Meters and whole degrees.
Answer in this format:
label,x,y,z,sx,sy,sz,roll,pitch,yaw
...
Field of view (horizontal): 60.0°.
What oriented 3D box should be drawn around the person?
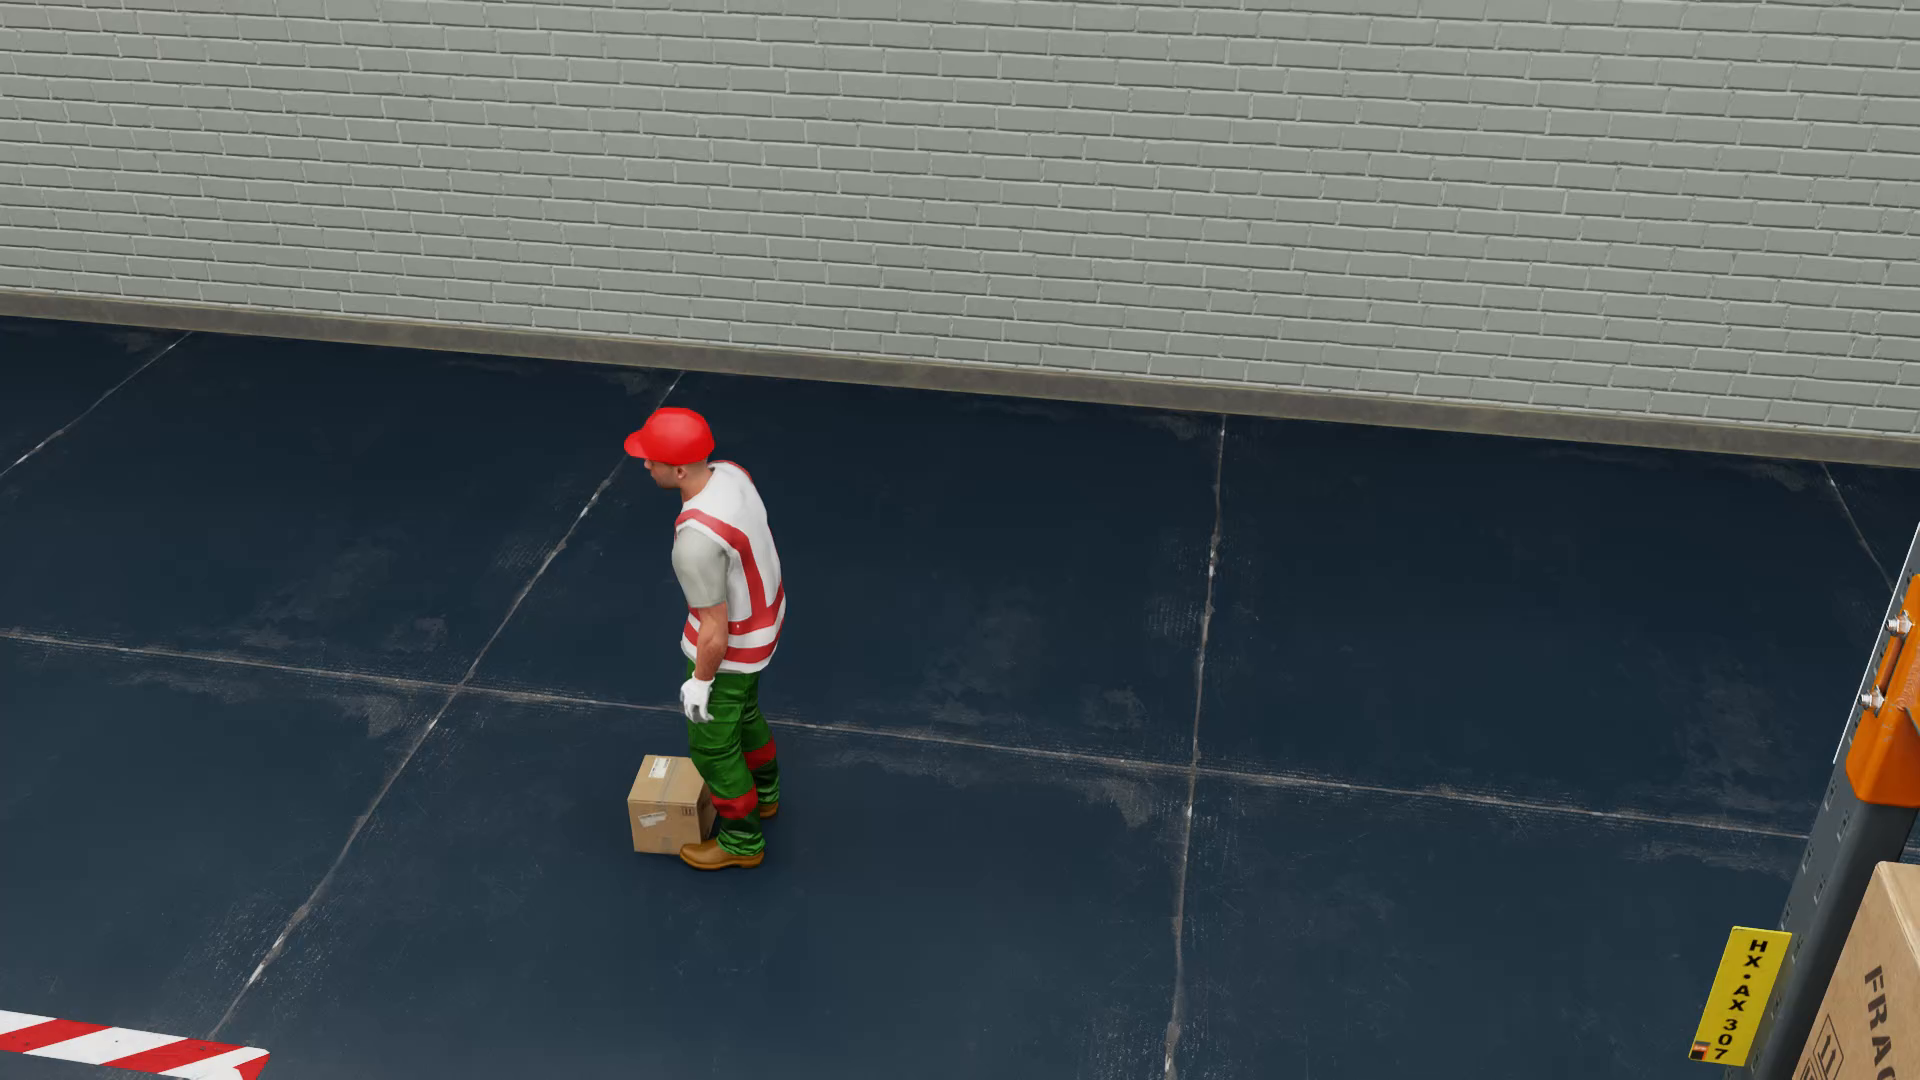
label,x,y,z,sx,sy,sz,roll,pitch,yaw
person,-0.815,0.339,5.583,0.452,1.777,0.610,4,32,6
